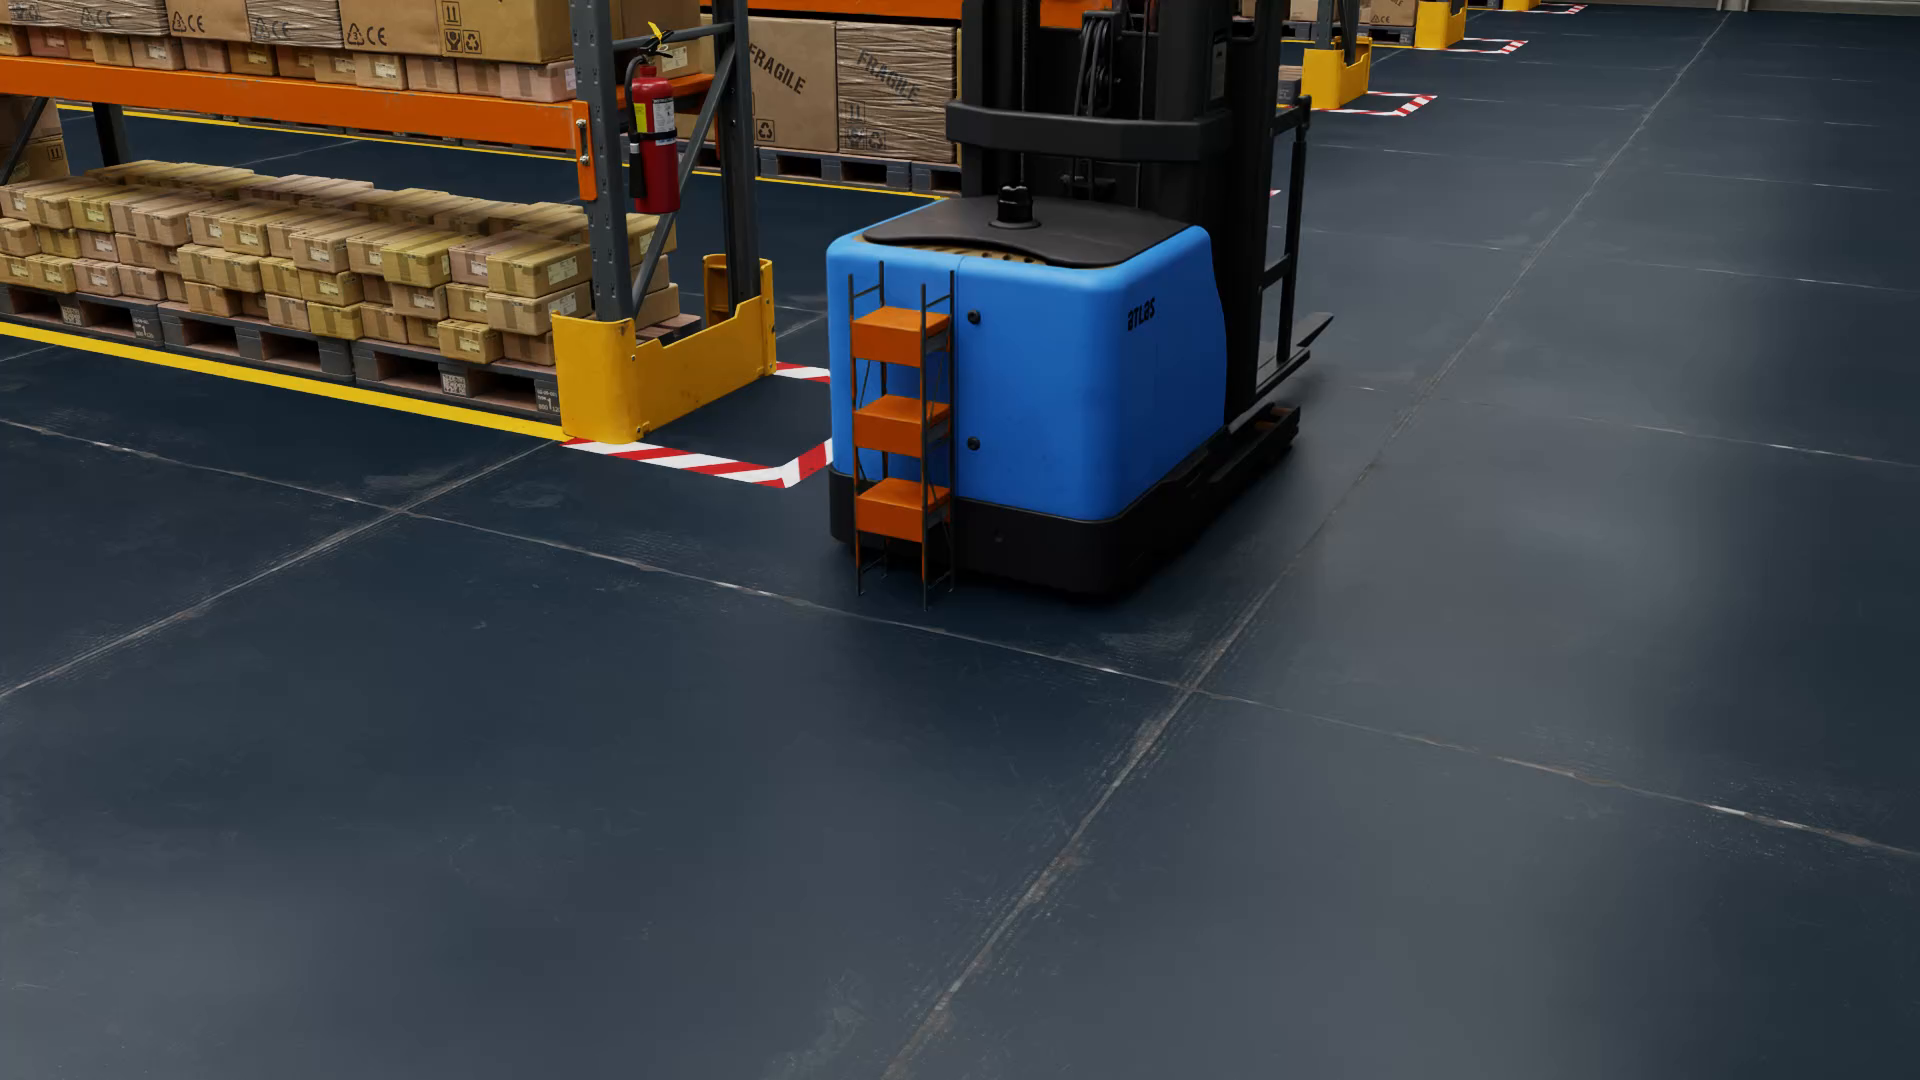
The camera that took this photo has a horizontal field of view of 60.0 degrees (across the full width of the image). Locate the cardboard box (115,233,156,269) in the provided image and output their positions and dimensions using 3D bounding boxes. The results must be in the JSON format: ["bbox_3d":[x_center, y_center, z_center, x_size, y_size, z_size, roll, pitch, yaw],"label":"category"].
[{"bbox_3d":[-3.810,-1.429,8.004,0.250,0.149,0.380,10,25,22],"label":"cardboard box"}]

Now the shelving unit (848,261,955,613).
[{"bbox_3d":[-0.173,-0.311,5.141,0.252,1.050,0.215,11,26,25],"label":"shelving unit"}]

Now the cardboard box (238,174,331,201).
[{"bbox_3d":[-3.343,-1.701,8.263,0.250,0.149,0.380,10,25,22],"label":"cardboard box"}]

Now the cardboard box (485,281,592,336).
[{"bbox_3d":[-1.759,-0.985,6.959,0.250,0.149,0.380,10,25,23],"label":"cardboard box"}]

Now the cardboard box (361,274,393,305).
[{"bbox_3d":[-2.417,-1.159,7.369,0.250,0.149,0.380,11,25,24],"label":"cardboard box"}]

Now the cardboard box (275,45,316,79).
[{"bbox_3d":[-2.688,-2.074,7.116,0.250,0.149,0.380,10,25,22],"label":"cardboard box"}]

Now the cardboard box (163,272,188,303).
[{"bbox_3d":[-3.561,-1.249,7.960,0.250,0.149,0.380,10,25,22],"label":"cardboard box"}]

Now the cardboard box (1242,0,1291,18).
[{"bbox_3d":[3.751,-6.577,20.009,0.637,0.503,0.797,11,25,25],"label":"cardboard box"}]

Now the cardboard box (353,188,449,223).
[{"bbox_3d":[-2.657,-1.565,7.943,0.250,0.149,0.380,12,26,25],"label":"cardboard box"}]

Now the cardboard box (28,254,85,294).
[{"bbox_3d":[-4.312,-1.337,8.168,0.250,0.149,0.380,12,26,26],"label":"cardboard box"}]

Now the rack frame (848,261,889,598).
[{"bbox_3d":[-0.282,-0.333,5.192,0.008,1.050,0.200,11,26,25],"label":"rack frame"}]

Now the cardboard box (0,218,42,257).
[{"bbox_3d":[-4.550,-1.522,8.222,0.250,0.149,0.380,12,26,27],"label":"cardboard box"}]

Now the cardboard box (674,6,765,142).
[{"bbox_3d":[-1.848,-3.465,12.243,0.875,0.875,0.875,11,25,25],"label":"cardboard box"}]

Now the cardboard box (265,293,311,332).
[{"bbox_3d":[-2.912,-1.079,7.560,0.250,0.149,0.380,12,26,26],"label":"cardboard box"}]

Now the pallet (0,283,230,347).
[{"bbox_3d":[-4.114,-1.290,8.513,1.213,0.211,1.003,11,25,25],"label":"pallet"}]

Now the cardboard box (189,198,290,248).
[{"bbox_3d":[-3.334,-1.474,7.728,0.250,0.149,0.380,10,25,22],"label":"cardboard box"}]

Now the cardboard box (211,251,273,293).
[{"bbox_3d":[-3.170,-1.253,7.591,0.250,0.149,0.380,11,26,25],"label":"cardboard box"}]

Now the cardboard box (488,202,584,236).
[{"bbox_3d":[-1.941,-1.435,7.638,0.250,0.149,0.380,11,25,24],"label":"cardboard box"}]

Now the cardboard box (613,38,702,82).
[{"bbox_3d":[-1.301,-2.029,7.009,0.250,0.149,0.380,11,25,24],"label":"cardboard box"}]

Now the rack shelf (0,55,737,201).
[{"bbox_3d":[-2.944,-1.995,7.528,4.000,0.370,1.077,11,25,25],"label":"rack shelf"}]

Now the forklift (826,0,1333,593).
[{"bbox_3d":[0.699,-1.720,6.049,1.130,2.935,3.031,12,26,26],"label":"forklift"}]

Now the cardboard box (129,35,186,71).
[{"bbox_3d":[-3.427,-2.184,7.373,0.250,0.149,0.380,12,26,27],"label":"cardboard box"}]

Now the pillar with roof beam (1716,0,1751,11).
[{"bbox_3d":[8.731,-9.960,17.671,0.400,9.000,9.100,11,25,25],"label":"pillar with roof beam"}]

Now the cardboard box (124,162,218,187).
[{"bbox_3d":[-4.048,-1.831,8.569,0.250,0.149,0.380,12,26,25],"label":"cardboard box"}]

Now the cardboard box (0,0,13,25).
[{"bbox_3d":[-4.401,-2.687,7.727,0.500,0.500,0.500,11,25,24],"label":"cardboard box"}]

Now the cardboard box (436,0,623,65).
[{"bbox_3d":[-1.677,-2.145,6.454,0.500,0.500,0.500,12,26,26],"label":"cardboard box"}]

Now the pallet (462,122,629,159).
[{"bbox_3d":[-3.124,-3.220,13.053,1.213,0.211,1.003,11,25,25],"label":"pallet"}]

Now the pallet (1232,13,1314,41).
[{"bbox_3d":[3.777,-6.233,20.137,1.213,0.211,1.003,11,25,25],"label":"pallet"}]

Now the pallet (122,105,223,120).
[{"bbox_3d":[-6.667,-3.955,14.781,1.213,0.211,1.003,11,25,25],"label":"pallet"}]

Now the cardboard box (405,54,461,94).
[{"bbox_3d":[-2.013,-1.912,6.735,0.250,0.149,0.380,11,25,24],"label":"cardboard box"}]

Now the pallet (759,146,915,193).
[{"bbox_3d":[-0.665,-2.734,11.909,1.213,0.211,1.003,11,25,25],"label":"pallet"}]

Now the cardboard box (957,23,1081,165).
[{"bbox_3d":[0.561,-2.988,11.122,0.875,0.875,0.875,11,25,25],"label":"cardboard box"}]

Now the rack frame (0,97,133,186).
[{"bbox_3d":[-4.729,-2.679,8.217,0.127,3.000,1.000,11,25,25],"label":"rack frame"}]

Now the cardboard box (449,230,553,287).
[{"bbox_3d":[-1.945,-1.197,7.079,0.250,0.149,0.380,12,26,26],"label":"cardboard box"}]

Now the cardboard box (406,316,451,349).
[{"bbox_3d":[-2.195,-0.961,7.284,0.250,0.149,0.380,11,25,24],"label":"cardboard box"}]

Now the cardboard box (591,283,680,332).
[{"bbox_3d":[-1.483,-1.059,7.513,0.250,0.149,0.380,12,26,26],"label":"cardboard box"}]

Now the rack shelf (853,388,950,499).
[{"bbox_3d":[-0.173,-0.302,5.145,0.240,0.259,0.215,11,26,25],"label":"rack shelf"}]

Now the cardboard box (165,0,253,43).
[{"bbox_3d":[-3.031,-2.416,7.090,0.500,0.500,0.500,13,26,27],"label":"cardboard box"}]

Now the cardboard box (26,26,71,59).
[{"bbox_3d":[-4.098,-2.351,7.766,0.250,0.149,0.380,10,25,22],"label":"cardboard box"}]

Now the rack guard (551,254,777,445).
[{"bbox_3d":[-1.227,-0.836,7.077,0.348,0.500,1.175,11,25,25],"label":"rack guard"}]

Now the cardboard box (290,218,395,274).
[{"bbox_3d":[-2.700,-1.295,7.308,0.250,0.149,0.380,12,26,26],"label":"cardboard box"}]

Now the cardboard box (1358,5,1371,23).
[{"bbox_3d":[4.725,-6.158,19.456,0.250,0.166,0.380,11,25,25],"label":"cardboard box"}]

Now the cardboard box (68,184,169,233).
[{"bbox_3d":[-4.048,-1.604,8.036,0.250,0.149,0.380,11,25,24],"label":"cardboard box"}]

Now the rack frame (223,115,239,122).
[{"bbox_3d":[-5.971,-5.100,13.910,0.127,3.000,1.000,11,25,25],"label":"rack frame"}]
